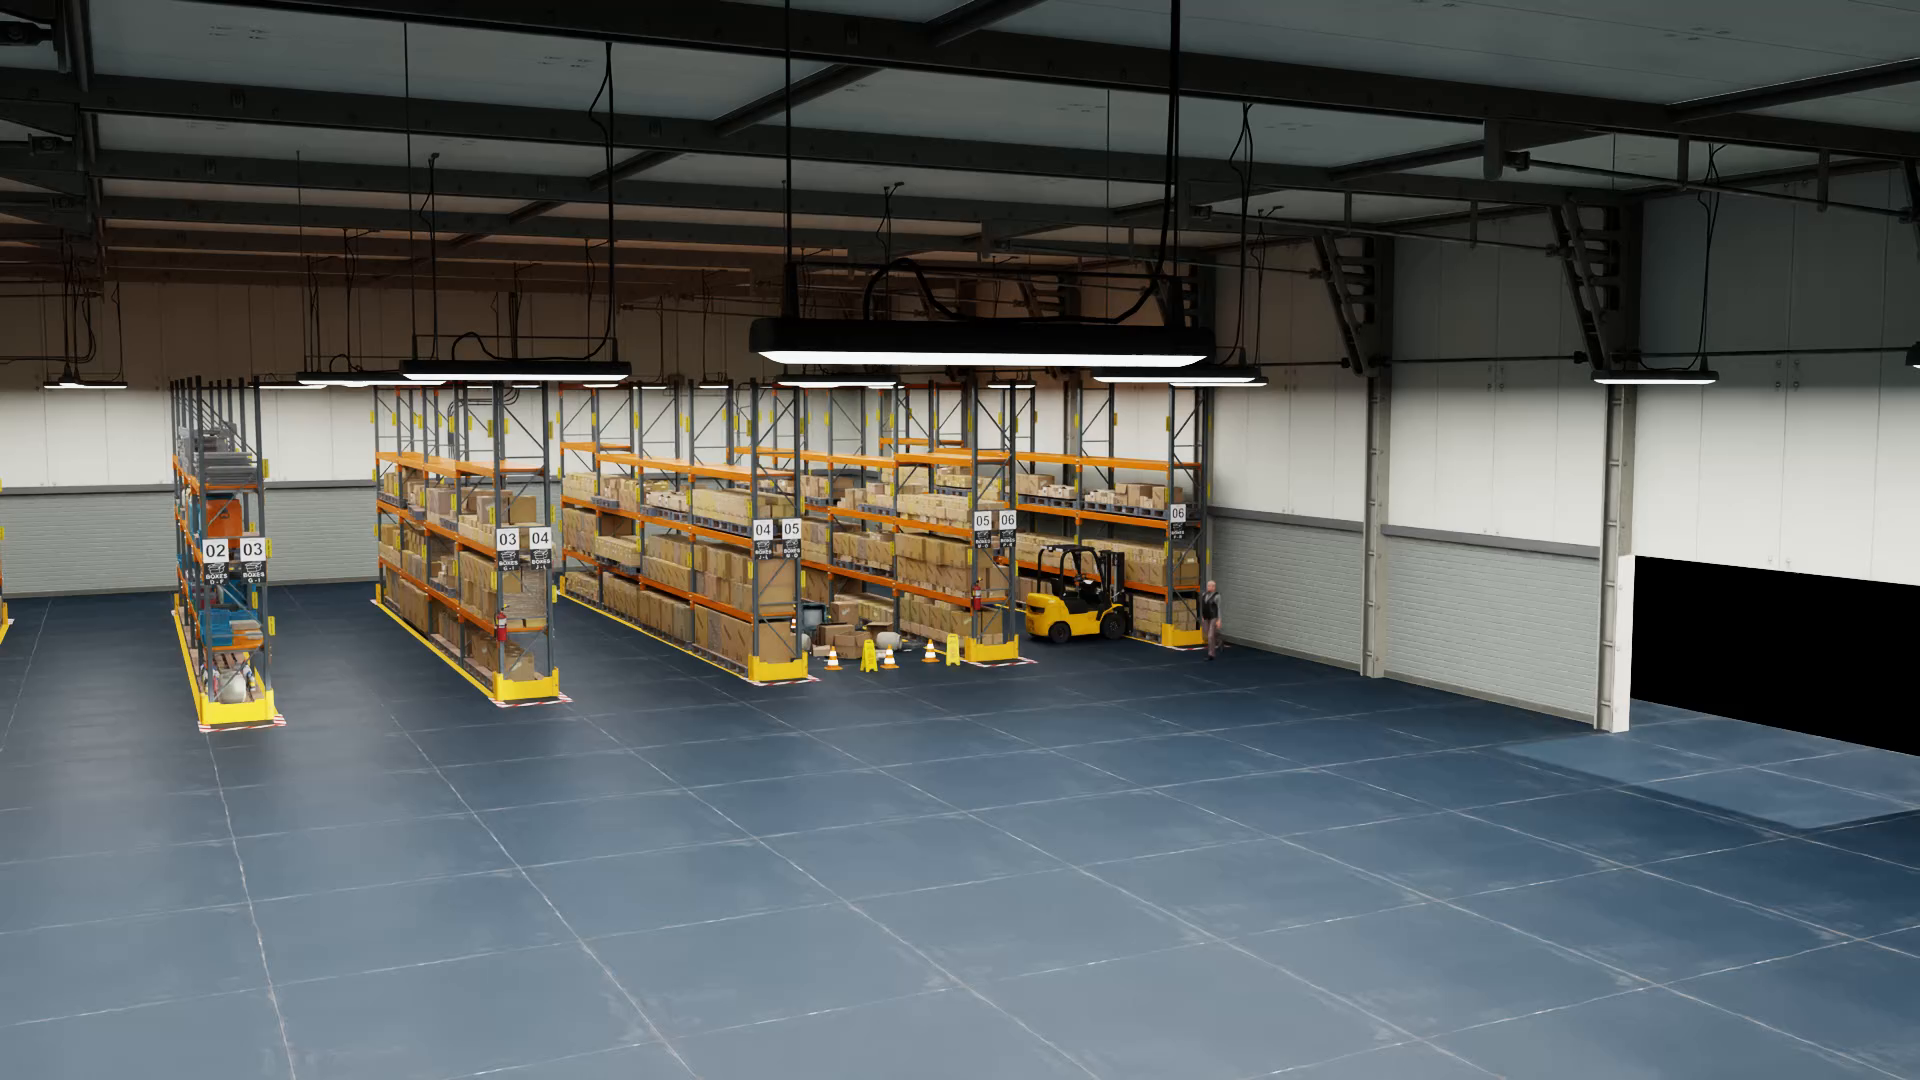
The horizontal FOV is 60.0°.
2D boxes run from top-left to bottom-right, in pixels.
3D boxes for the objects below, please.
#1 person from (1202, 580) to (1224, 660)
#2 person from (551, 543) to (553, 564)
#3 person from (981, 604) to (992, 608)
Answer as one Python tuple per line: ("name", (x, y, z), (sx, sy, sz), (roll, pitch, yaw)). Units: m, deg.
("person", (5.434, 1.704, 35.634), (0.691, 1.707, 0.631), (-3, 6, -34))
("person", (-12.096, 0.592, 48.413), (0.507, 1.650, 0.817), (1, 5, 7))
("person", (0.523, 1.426, 39.807), (0.604, 1.538, 0.718), (-2, 6, -24))
